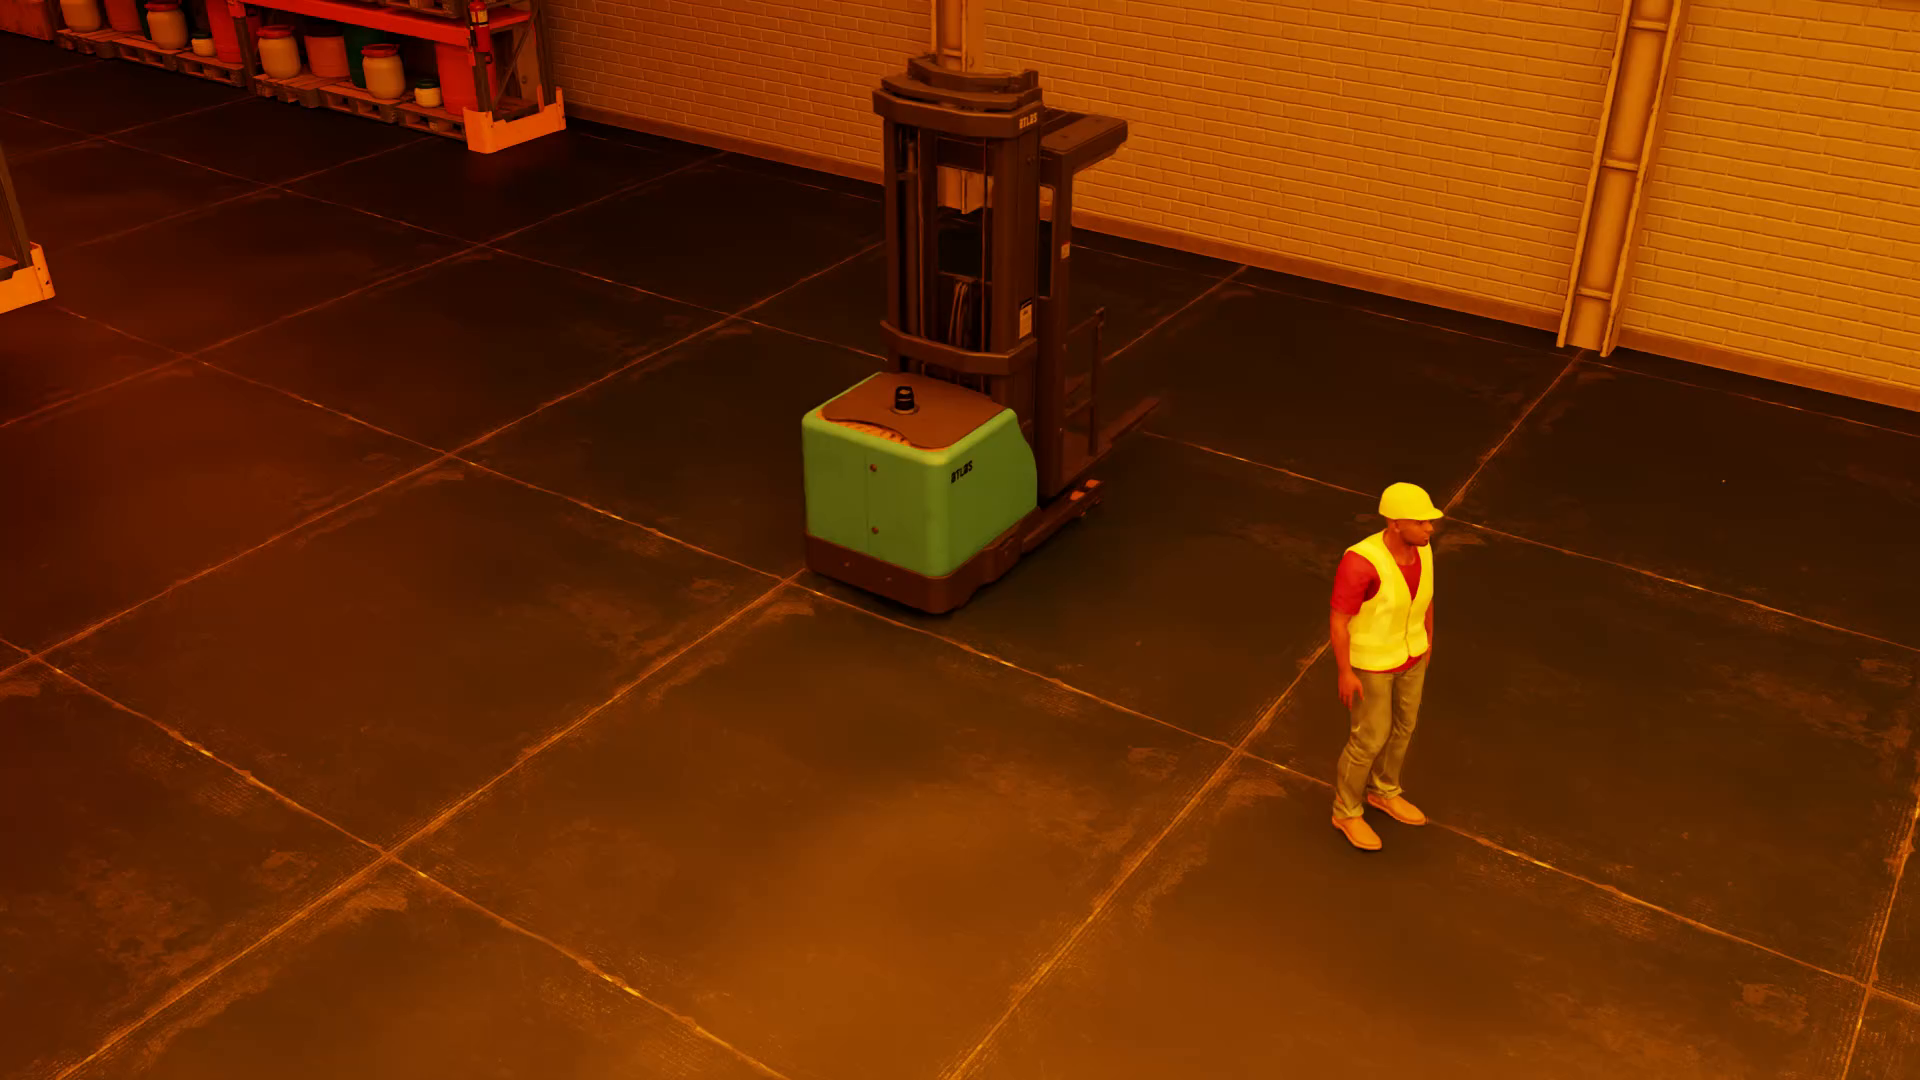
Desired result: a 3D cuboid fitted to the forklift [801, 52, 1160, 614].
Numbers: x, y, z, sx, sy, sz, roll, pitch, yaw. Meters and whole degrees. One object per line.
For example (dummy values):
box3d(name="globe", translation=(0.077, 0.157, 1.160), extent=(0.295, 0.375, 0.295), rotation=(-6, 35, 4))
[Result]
box3d(name="forklift", translation=(0.298, -1.536, 10.227), extent=(1.130, 2.935, 3.031), rotation=(19, 35, 29))

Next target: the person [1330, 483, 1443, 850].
box3d(name="person", translation=(2.018, 0.571, 7.765), extent=(0.661, 1.777, 0.504), rotation=(-20, 35, -30))
